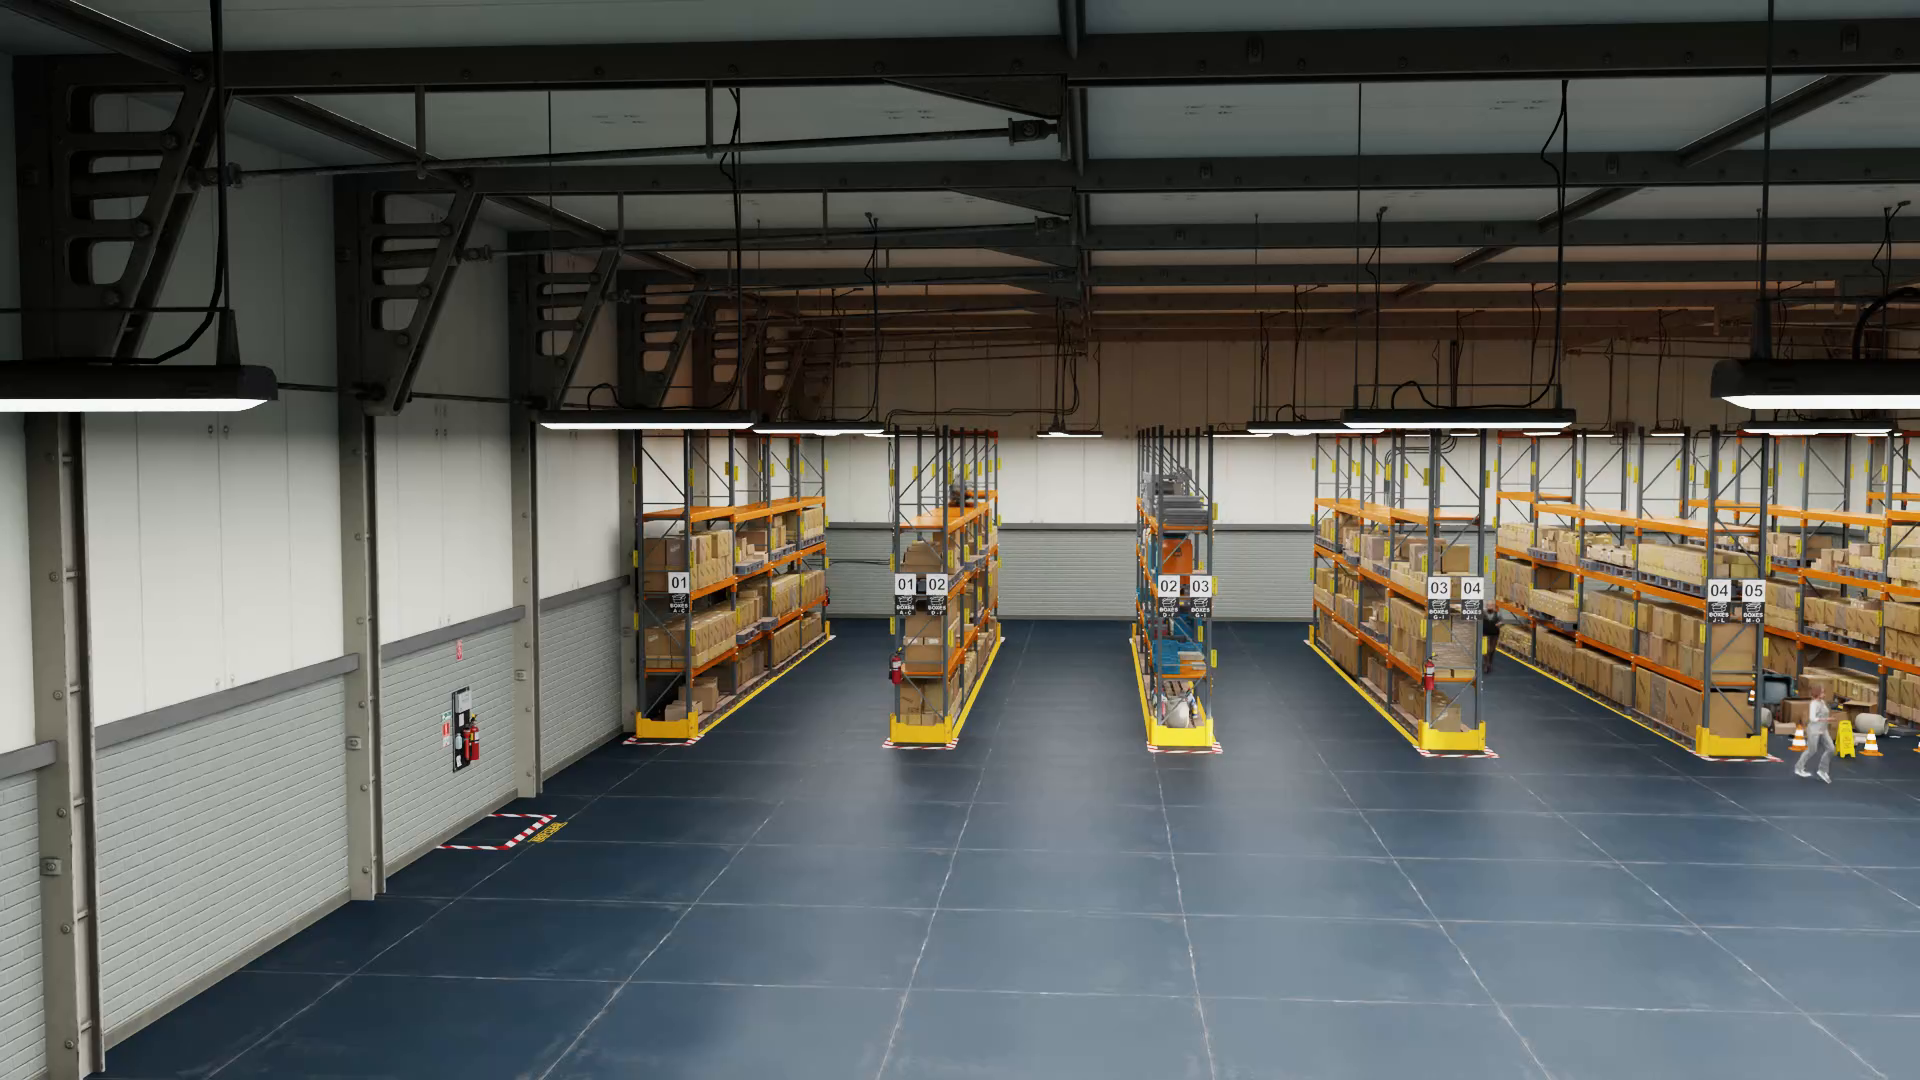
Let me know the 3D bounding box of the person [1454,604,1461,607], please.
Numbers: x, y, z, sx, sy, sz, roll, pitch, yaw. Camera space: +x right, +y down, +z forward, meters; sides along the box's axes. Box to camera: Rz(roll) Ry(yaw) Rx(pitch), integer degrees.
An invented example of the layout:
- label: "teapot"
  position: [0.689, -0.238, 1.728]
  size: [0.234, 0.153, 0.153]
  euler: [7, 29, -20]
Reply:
- label: "person"
  position: [13.448, 2.165, 44.873]
  size: [0.715, 1.749, 0.793]
  euler: [1, 3, 10]

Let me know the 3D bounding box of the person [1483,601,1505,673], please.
- label: "person"
  position: [13.157, 2.381, 41.197]
  size: [0.643, 1.736, 0.913]
  euler: [1, 3, 9]

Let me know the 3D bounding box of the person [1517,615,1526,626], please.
- label: "person"
  position: [16.080, 2.090, 47.387]
  size: [0.624, 1.640, 0.641]
  euler: [2, 4, 36]

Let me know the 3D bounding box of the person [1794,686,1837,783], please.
- label: "person"
  position: [14.363, 3.252, 27.872]
  size: [0.513, 1.637, 0.705]
  euler: [-2, 4, -36]
